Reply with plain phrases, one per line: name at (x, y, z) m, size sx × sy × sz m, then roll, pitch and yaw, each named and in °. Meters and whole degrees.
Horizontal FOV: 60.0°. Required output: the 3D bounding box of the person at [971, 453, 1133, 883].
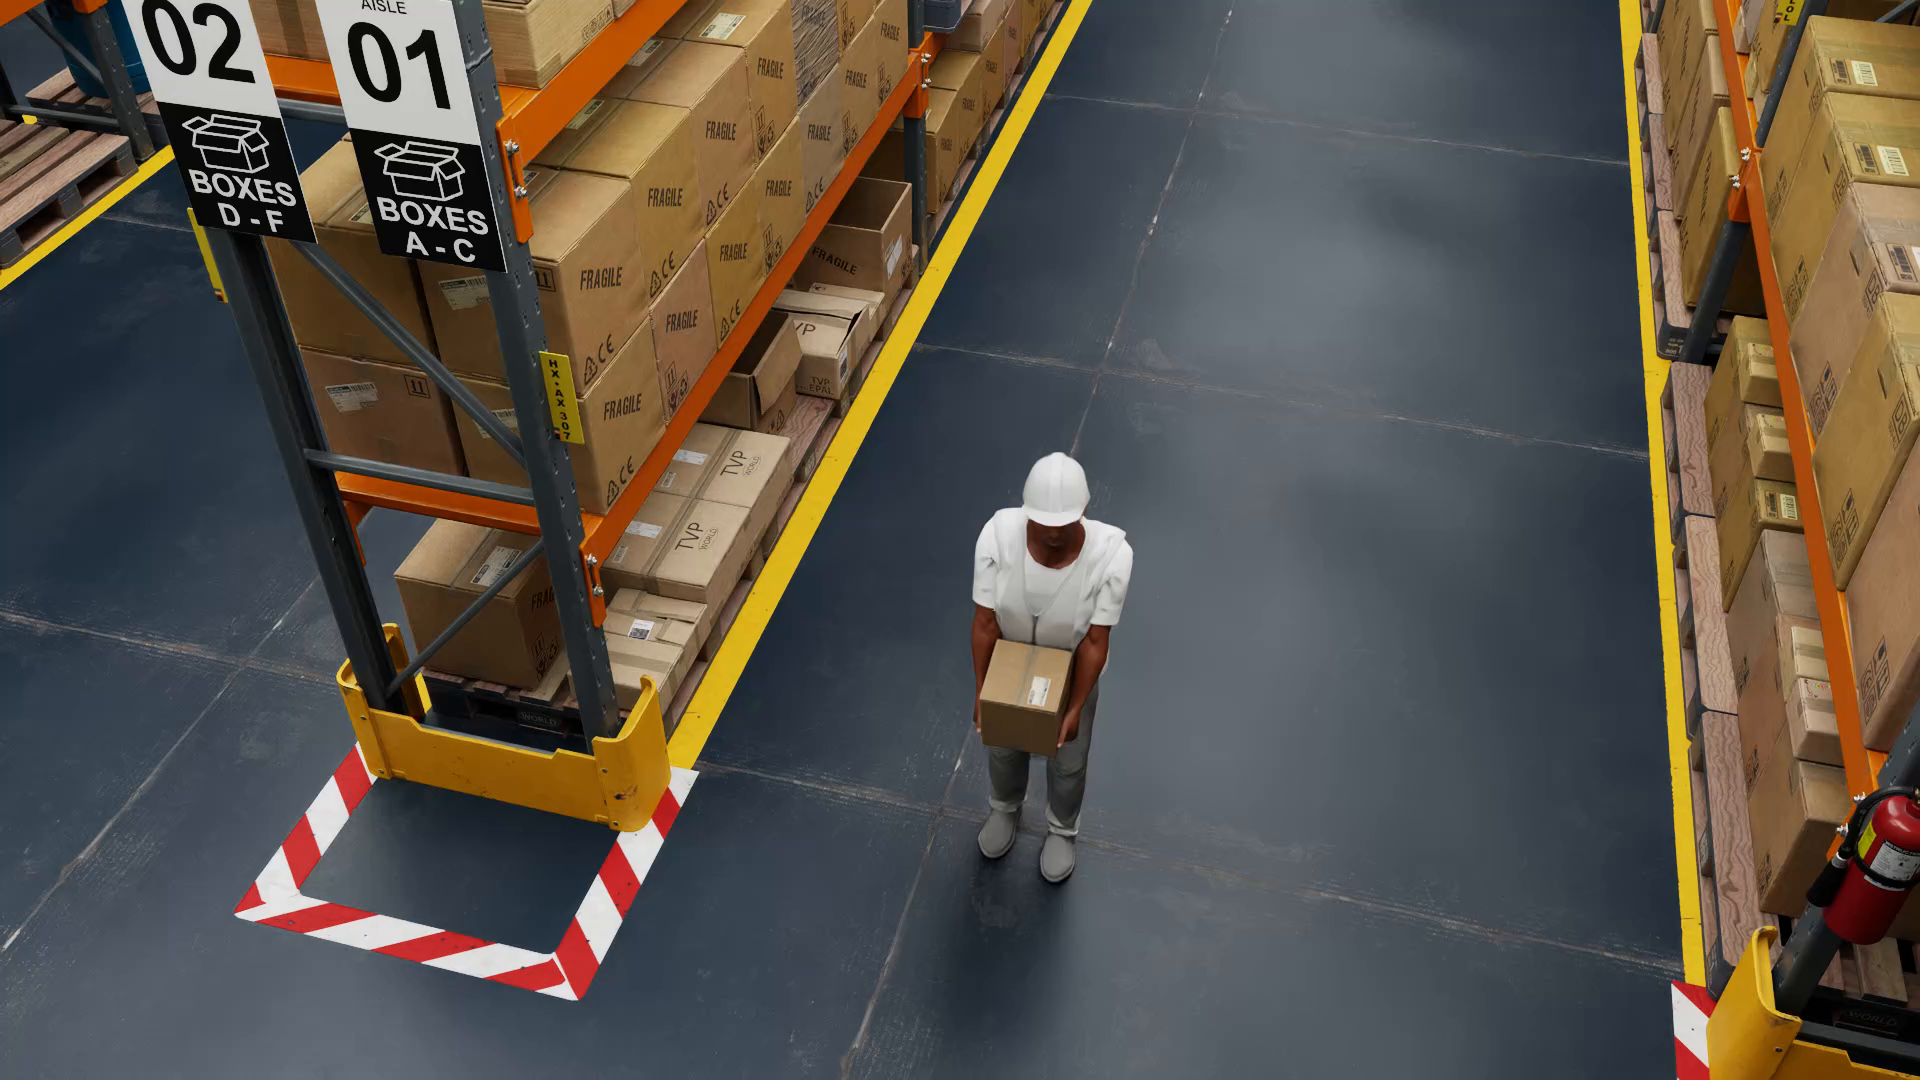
person at (0.273, 0.485, 5.578) m, size 0.505 × 1.762 × 0.573 m, roll 9°, pitch 42°, yaw 11°
